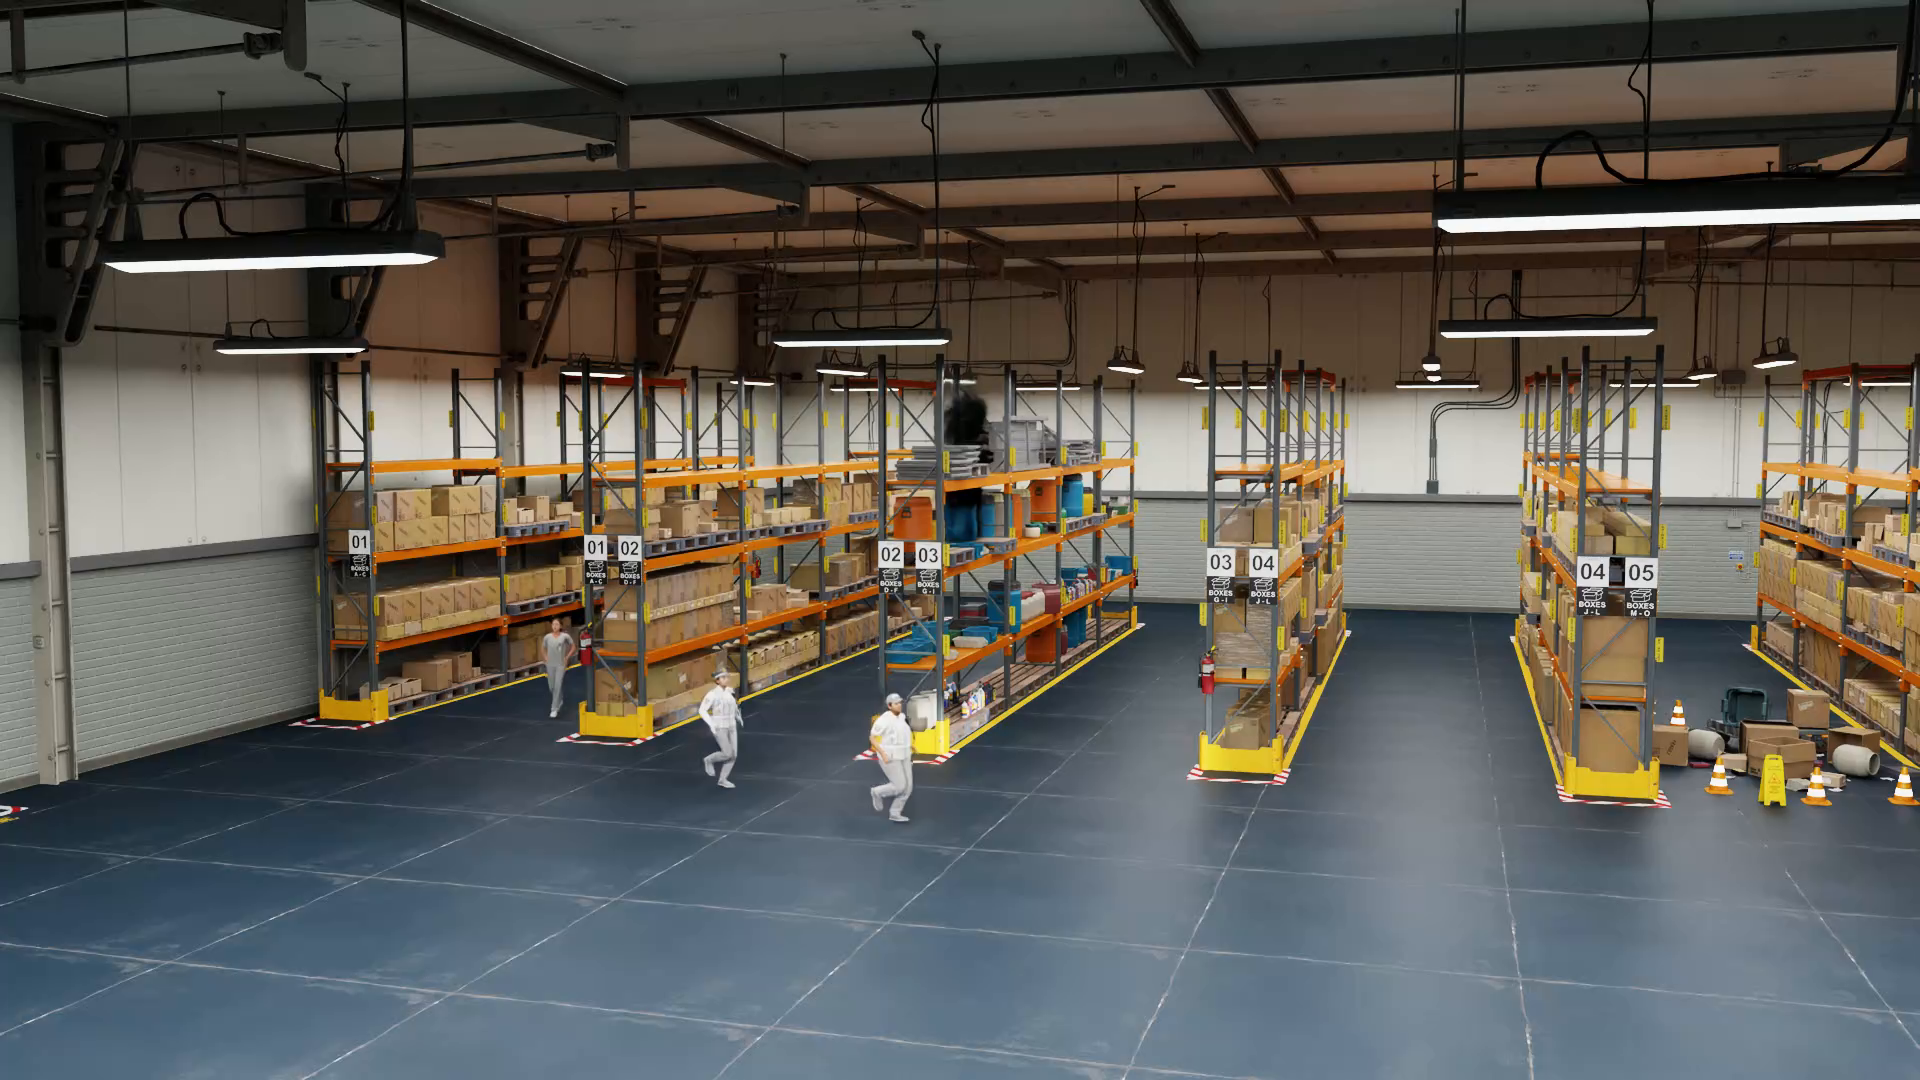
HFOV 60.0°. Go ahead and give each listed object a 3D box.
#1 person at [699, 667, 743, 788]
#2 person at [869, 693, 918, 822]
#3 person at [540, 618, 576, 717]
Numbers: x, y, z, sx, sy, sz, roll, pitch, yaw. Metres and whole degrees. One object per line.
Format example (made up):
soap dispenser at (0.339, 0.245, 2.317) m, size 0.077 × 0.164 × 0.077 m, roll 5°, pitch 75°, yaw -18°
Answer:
person at (-3.242, 2.563, 22.783) m, size 0.544 × 1.642 × 0.631 m, roll 4°, pitch 6°, yaw 42°
person at (-0.809, 2.717, 20.789) m, size 0.542 × 1.612 × 0.621 m, roll 3°, pitch 5°, yaw 40°
person at (-6.844, 2.138, 28.265) m, size 0.578 × 1.643 × 0.880 m, roll 0°, pitch 4°, yaw 0°
